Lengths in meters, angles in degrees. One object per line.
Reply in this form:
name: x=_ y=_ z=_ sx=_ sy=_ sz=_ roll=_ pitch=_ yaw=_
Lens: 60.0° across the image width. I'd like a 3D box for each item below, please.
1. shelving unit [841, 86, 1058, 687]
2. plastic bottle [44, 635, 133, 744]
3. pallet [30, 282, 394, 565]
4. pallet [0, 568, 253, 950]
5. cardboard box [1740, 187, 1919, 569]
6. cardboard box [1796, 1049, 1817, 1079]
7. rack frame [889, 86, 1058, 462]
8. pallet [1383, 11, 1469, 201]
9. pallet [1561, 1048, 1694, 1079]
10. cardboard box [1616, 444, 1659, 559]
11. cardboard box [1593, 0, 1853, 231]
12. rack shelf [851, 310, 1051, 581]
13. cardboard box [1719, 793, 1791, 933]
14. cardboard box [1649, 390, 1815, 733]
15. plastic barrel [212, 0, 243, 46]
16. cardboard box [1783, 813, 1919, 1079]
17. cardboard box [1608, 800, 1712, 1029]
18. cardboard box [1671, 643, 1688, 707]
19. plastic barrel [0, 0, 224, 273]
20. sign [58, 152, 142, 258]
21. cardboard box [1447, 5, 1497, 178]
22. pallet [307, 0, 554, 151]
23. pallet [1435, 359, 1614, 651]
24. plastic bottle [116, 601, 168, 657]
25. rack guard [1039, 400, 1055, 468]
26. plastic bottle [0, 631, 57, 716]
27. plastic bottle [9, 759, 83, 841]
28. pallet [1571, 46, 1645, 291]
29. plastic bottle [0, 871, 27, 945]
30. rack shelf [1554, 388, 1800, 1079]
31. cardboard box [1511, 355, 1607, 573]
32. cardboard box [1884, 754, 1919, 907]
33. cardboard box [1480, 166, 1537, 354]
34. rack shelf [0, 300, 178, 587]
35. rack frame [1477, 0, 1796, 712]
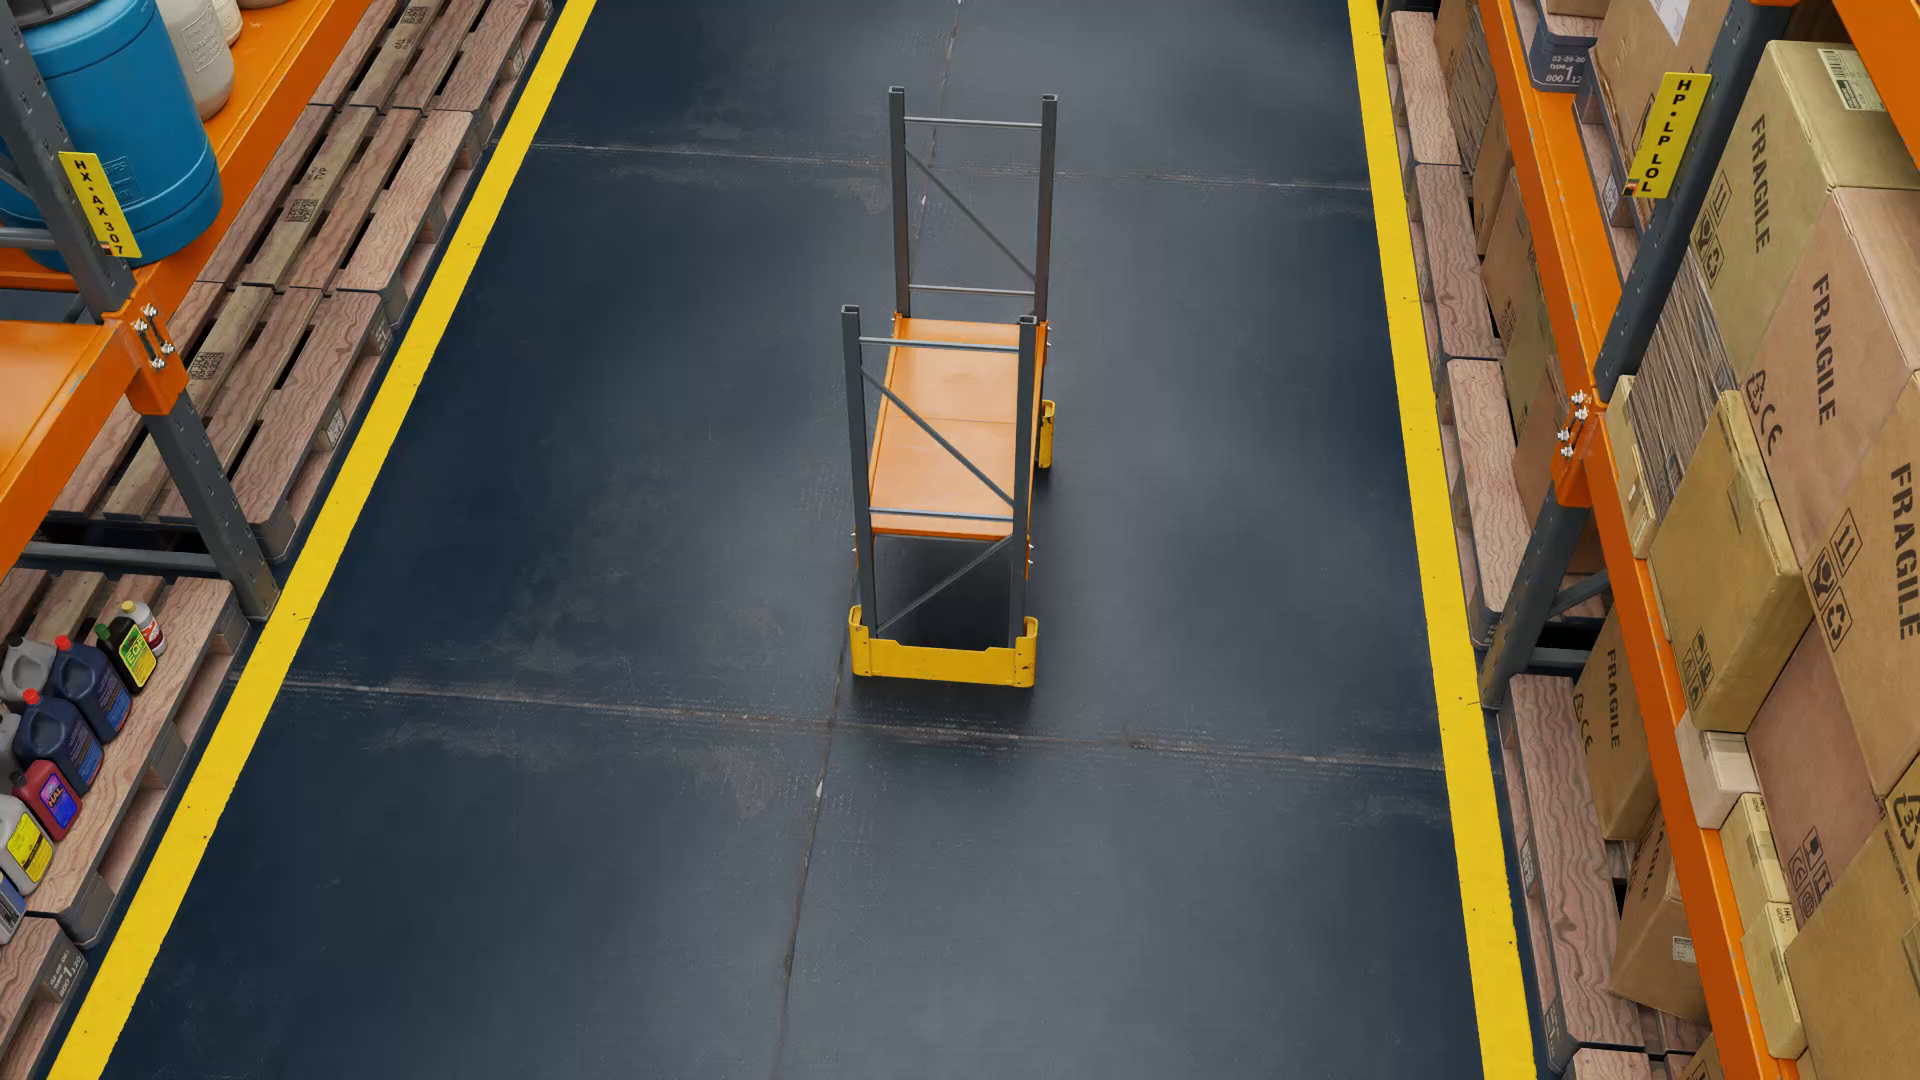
shelving unit: x=-0.007 y=-0.450 z=5.145 sx=0.587 sy=1.500 sz=1.083 roll=4 pitch=48 yaw=4
plastic bottle: x=-2.552 y=0.418 z=4.832 sx=0.144 sy=0.351 sz=0.185 roll=3 pitch=48 yaw=2
pallet: x=-2.748 y=-0.458 z=6.026 sx=1.003 sy=0.211 sz=1.213 roll=4 pitch=48 yaw=4
pallet: x=-2.883 y=0.612 z=5.047 sx=1.003 sy=0.211 sz=1.213 roll=4 pitch=48 yaw=4
cardboard box: x=1.813 y=-0.277 z=3.024 sx=0.500 sy=0.500 sz=0.500 roll=4 pitch=48 yaw=4
cardboard box: x=1.732 y=1.026 z=2.949 sx=0.380 sy=0.149 sz=0.250 roll=4 pitch=48 yaw=4
rack frame: x=0.039 y=-0.817 z=5.481 sx=0.500 sy=1.500 sz=0.032 roll=4 pitch=48 yaw=4
pallet: x=2.443 y=-1.911 z=7.355 sx=1.003 sy=0.211 sz=1.213 roll=4 pitch=48 yaw=4
pallet: x=2.017 y=1.849 z=3.916 sx=1.003 sy=0.211 sz=1.213 roll=4 pitch=48 yaw=4
cardboard box: x=1.797 y=-0.081 z=3.962 sx=0.380 sy=0.149 sz=0.250 roll=4 pitch=48 yaw=4
cardboard box: x=2.363 y=-1.405 z=4.311 sx=1.000 sy=1.000 sz=1.000 roll=4 pitch=48 yaw=4
rack shelf: x=-0.008 y=-0.322 z=5.272 sx=0.538 sy=0.185 sz=1.000 roll=4 pitch=48 yaw=4
cardboard box: x=1.743 y=0.656 z=3.288 sx=0.380 sy=0.149 sz=0.250 roll=4 pitch=48 yaw=4
cardboard box: x=1.968 y=0.071 z=3.383 sx=0.875 sy=0.500 sz=0.500 roll=4 pitch=48 yaw=4
plastic barrel: x=-2.507 y=-1.735 z=5.398 sx=0.301 sy=0.262 sz=0.301 roll=0 pitch=48 yaw=0
cardboard box: x=1.936 y=0.809 z=2.708 sx=0.875 sy=0.500 sz=0.500 roll=4 pitch=48 yaw=4
cardboard box: x=2.031 y=0.928 z=4.278 sx=0.500 sy=0.500 sz=0.500 roll=18 pitch=50 yaw=16
cardboard box: x=1.788 y=0.289 z=3.624 sx=0.380 sy=0.149 sz=0.250 roll=4 pitch=48 yaw=4
plastic barrel: x=-2.444 y=-1.253 z=4.523 sx=0.600 sy=0.901 sz=0.708 roll=4 pitch=48 yaw=4
sign: x=-2.234 y=-0.868 z=4.324 sx=0.100 sy=0.325 sz=0.005 roll=4 pitch=48 yaw=4
cardboard box: x=2.437 y=-1.829 z=6.786 sx=0.700 sy=0.500 sz=0.500 roll=0 pitch=48 yaw=0
pallet: x=-2.525 y=-2.251 z=7.666 sx=1.003 sy=0.211 sz=1.213 roll=4 pitch=48 yaw=4
pallet: x=2.221 y=-0.118 z=5.715 sx=1.003 sy=0.211 sz=1.213 roll=4 pitch=48 yaw=4
plastic bottle: x=-2.503 y=0.264 z=5.074 sx=0.097 sy=0.201 sz=0.097 roll=0 pitch=48 yaw=0
rack guard: x=0.038 y=-0.394 z=5.941 sx=0.587 sy=0.250 sz=0.087 roll=4 pitch=48 yaw=4
plastic bottle: x=-2.696 y=0.409 z=4.841 sx=0.144 sy=0.351 sz=0.185 roll=4 pitch=48 yaw=4
plastic bottle: x=-2.543 y=0.705 z=4.615 sx=0.061 sy=0.283 sz=0.133 roll=7 pitch=48 yaw=6
pallet: x=2.366 y=-0.974 z=4.738 sx=1.003 sy=0.211 sz=1.213 roll=4 pitch=48 yaw=4
plastic bottle: x=-2.618 y=0.941 z=4.404 sx=0.152 sy=0.276 sz=0.135 roll=5 pitch=48 yaw=4
rack shelf: x=1.969 y=1.226 z=3.084 sx=1.077 sy=0.370 sz=4.000 roll=4 pitch=48 yaw=4
cardboard box: x=2.229 y=-0.241 z=5.334 sx=0.700 sy=0.500 sz=0.500 roll=1 pitch=48 yaw=1
cardboard box: x=1.733 y=0.458 z=2.351 sx=0.500 sy=0.500 sz=0.500 roll=4 pitch=48 yaw=4
cardboard box: x=2.342 y=-1.002 z=6.029 sx=0.700 sy=0.500 sz=0.500 roll=0 pitch=48 yaw=0
rack shelf: x=-2.963 y=0.893 z=3.388 sx=1.077 sy=0.370 sz=4.000 roll=4 pitch=48 yaw=4
rack frame: x=2.152 y=-0.487 z=4.162 sx=1.000 sy=3.000 sz=0.127 roll=4 pitch=48 yaw=4
